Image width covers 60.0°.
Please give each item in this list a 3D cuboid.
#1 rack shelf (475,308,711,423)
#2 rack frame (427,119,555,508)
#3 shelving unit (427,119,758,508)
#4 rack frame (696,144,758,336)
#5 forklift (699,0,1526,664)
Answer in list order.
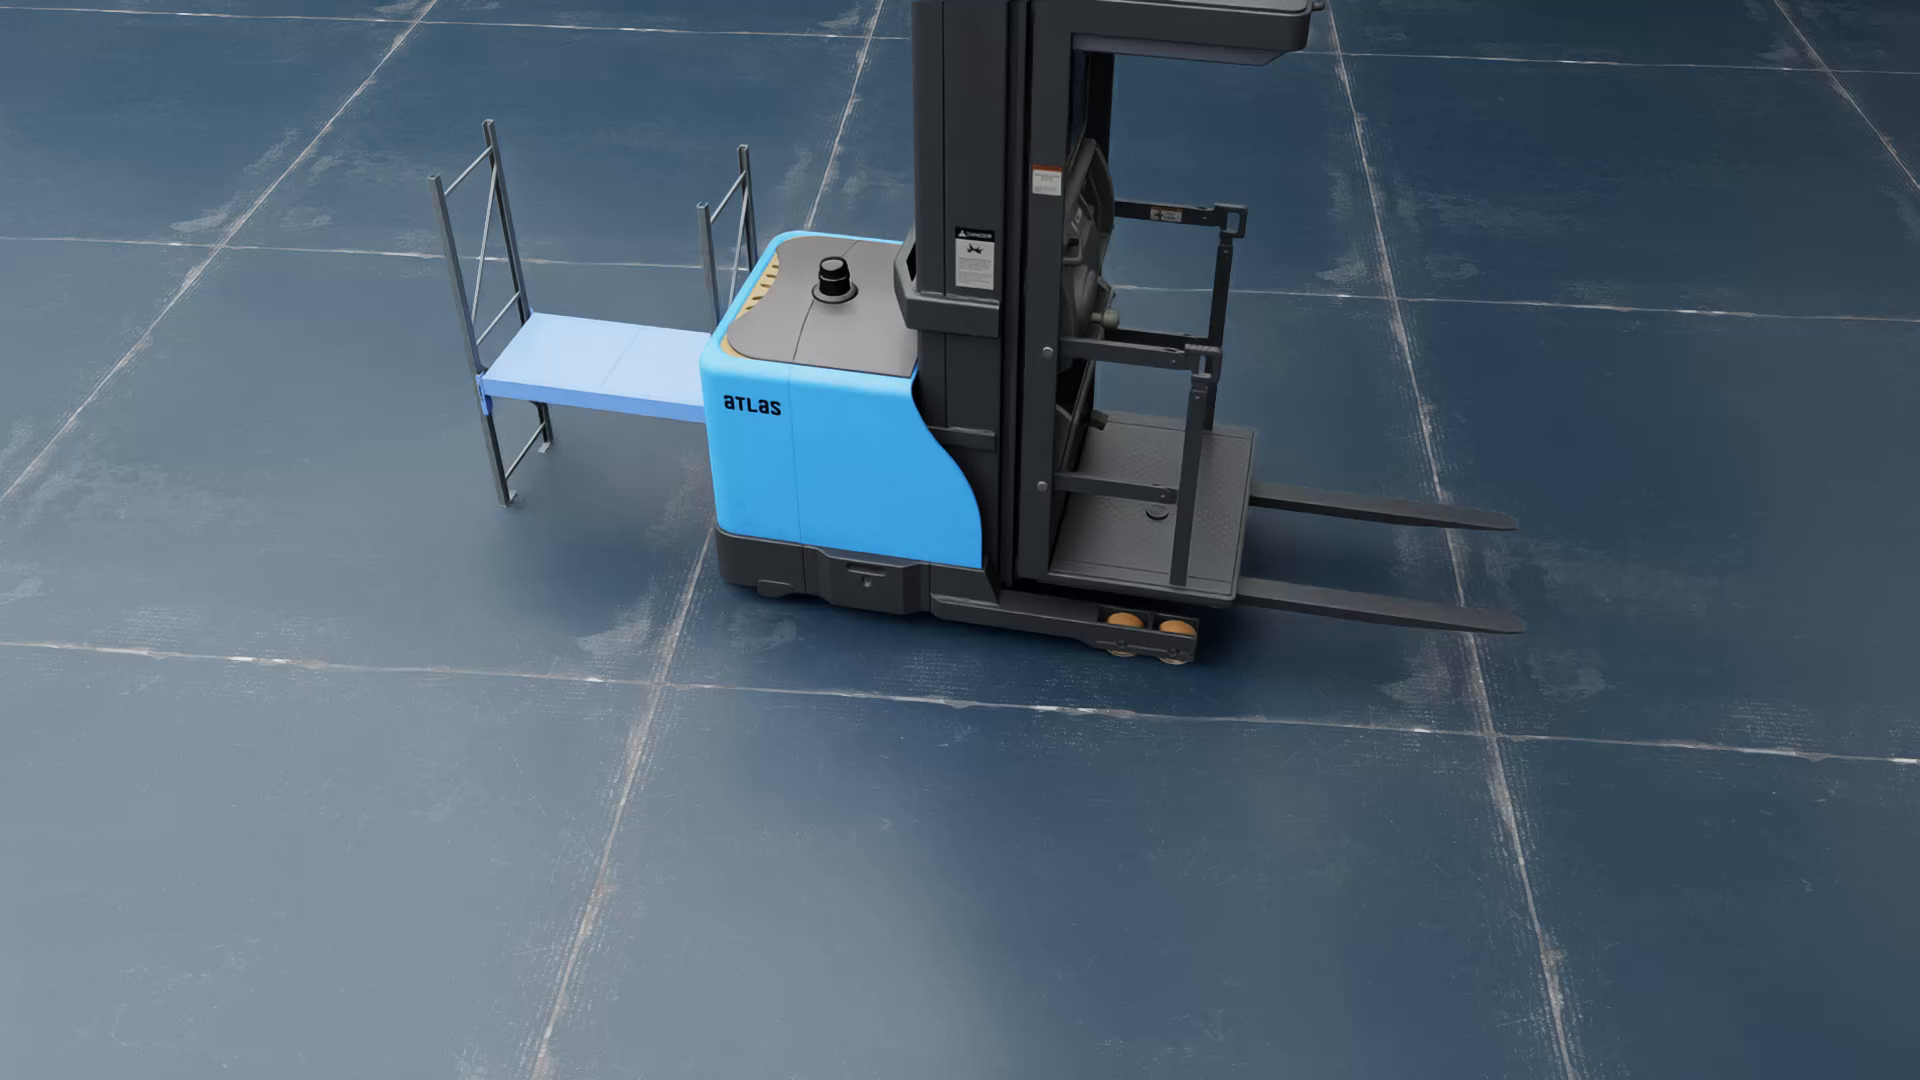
[{"bbox_3d":[-1.350,-0.662,6.660,1.000,0.185,0.538,8,40,10],"label":"rack shelf"},{"bbox_3d":[-1.846,-0.869,6.630,0.032,1.500,0.500,8,40,10],"label":"rack frame"},{"bbox_3d":[-1.350,-0.801,6.546,1.048,1.500,0.538,8,40,10],"label":"shelving unit"},{"bbox_3d":[-0.853,-0.733,6.462,0.032,1.500,0.500,8,40,10],"label":"rack frame"},{"bbox_3d":[0.630,-1.043,5.710,3.031,2.935,1.130,8,40,10],"label":"forklift"}]
